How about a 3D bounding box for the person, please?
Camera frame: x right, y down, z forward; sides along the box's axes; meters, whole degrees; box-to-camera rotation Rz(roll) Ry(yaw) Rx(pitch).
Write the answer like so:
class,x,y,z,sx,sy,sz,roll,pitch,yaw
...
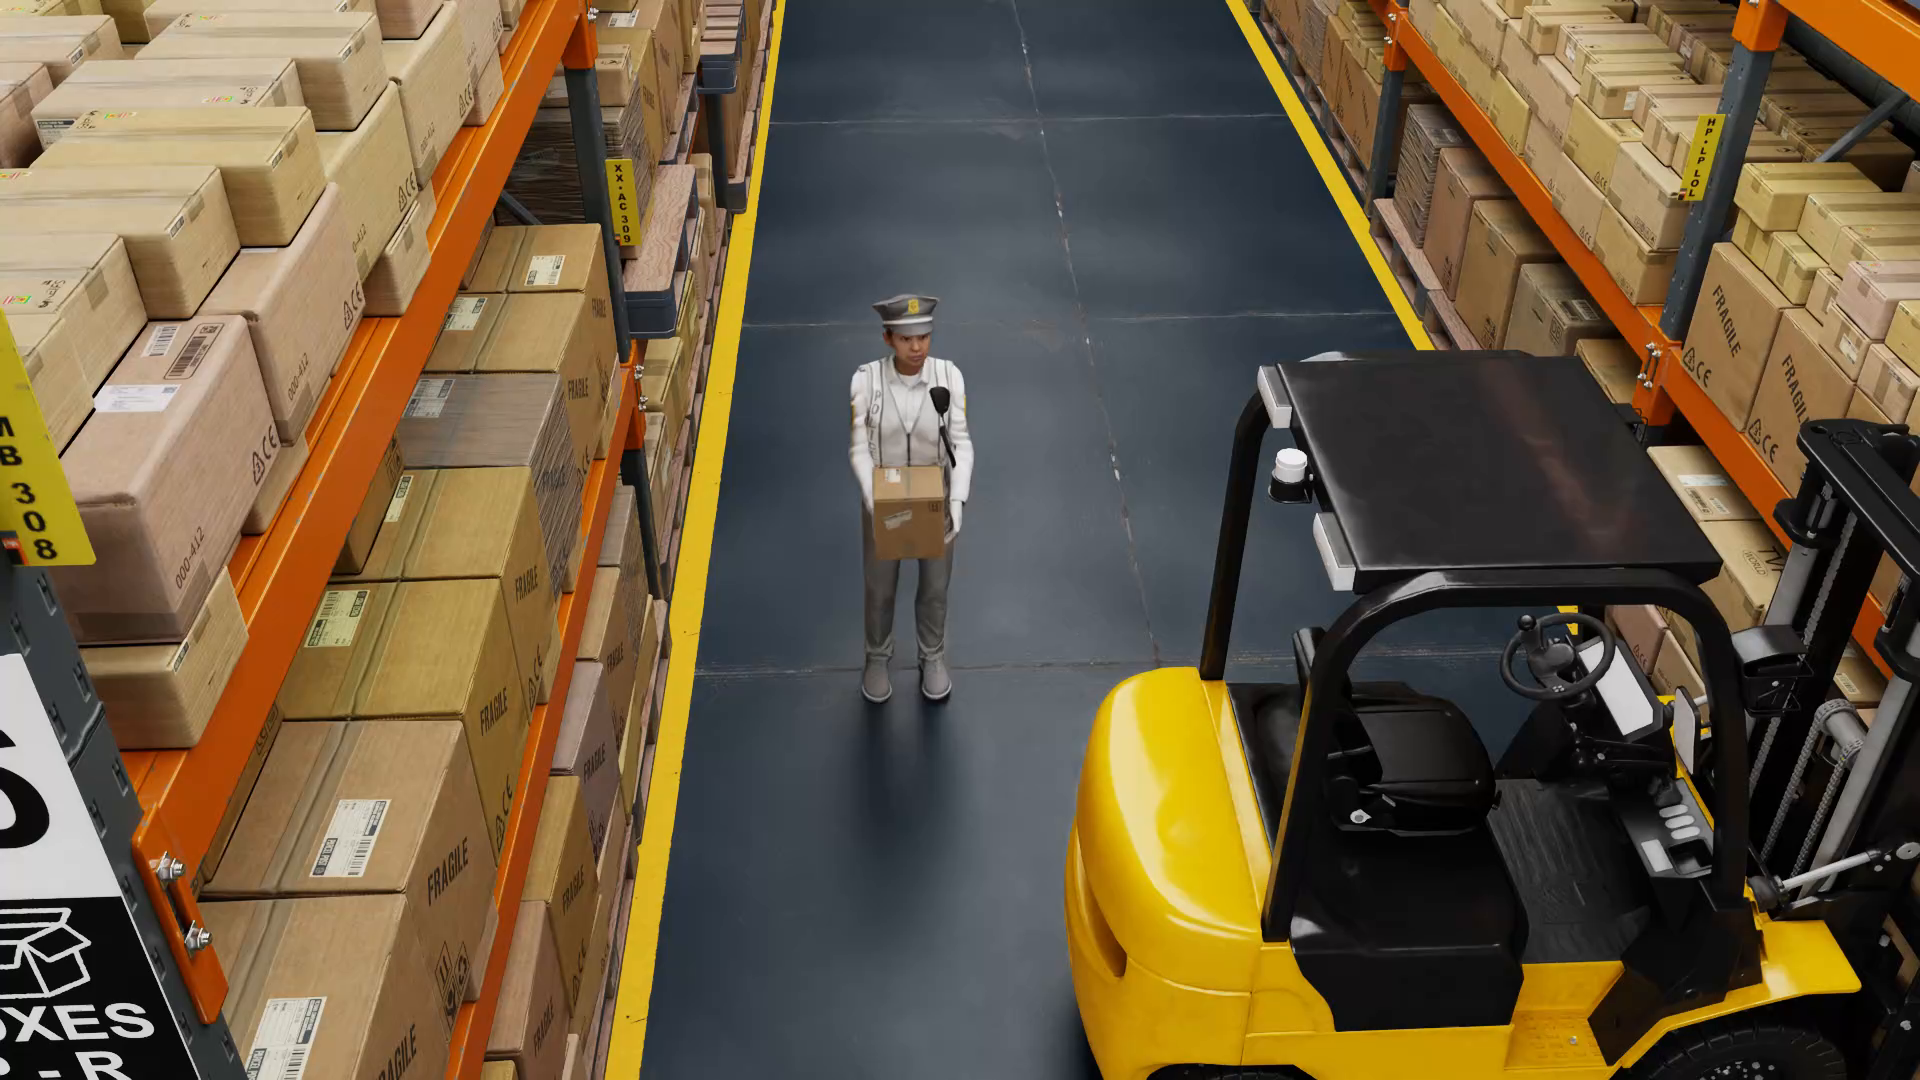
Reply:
class,x,y,z,sx,sy,sz,roll,pitch,yaw
person,-0.177,-0.124,6.288,0.468,1.697,0.552,-6,36,-9
